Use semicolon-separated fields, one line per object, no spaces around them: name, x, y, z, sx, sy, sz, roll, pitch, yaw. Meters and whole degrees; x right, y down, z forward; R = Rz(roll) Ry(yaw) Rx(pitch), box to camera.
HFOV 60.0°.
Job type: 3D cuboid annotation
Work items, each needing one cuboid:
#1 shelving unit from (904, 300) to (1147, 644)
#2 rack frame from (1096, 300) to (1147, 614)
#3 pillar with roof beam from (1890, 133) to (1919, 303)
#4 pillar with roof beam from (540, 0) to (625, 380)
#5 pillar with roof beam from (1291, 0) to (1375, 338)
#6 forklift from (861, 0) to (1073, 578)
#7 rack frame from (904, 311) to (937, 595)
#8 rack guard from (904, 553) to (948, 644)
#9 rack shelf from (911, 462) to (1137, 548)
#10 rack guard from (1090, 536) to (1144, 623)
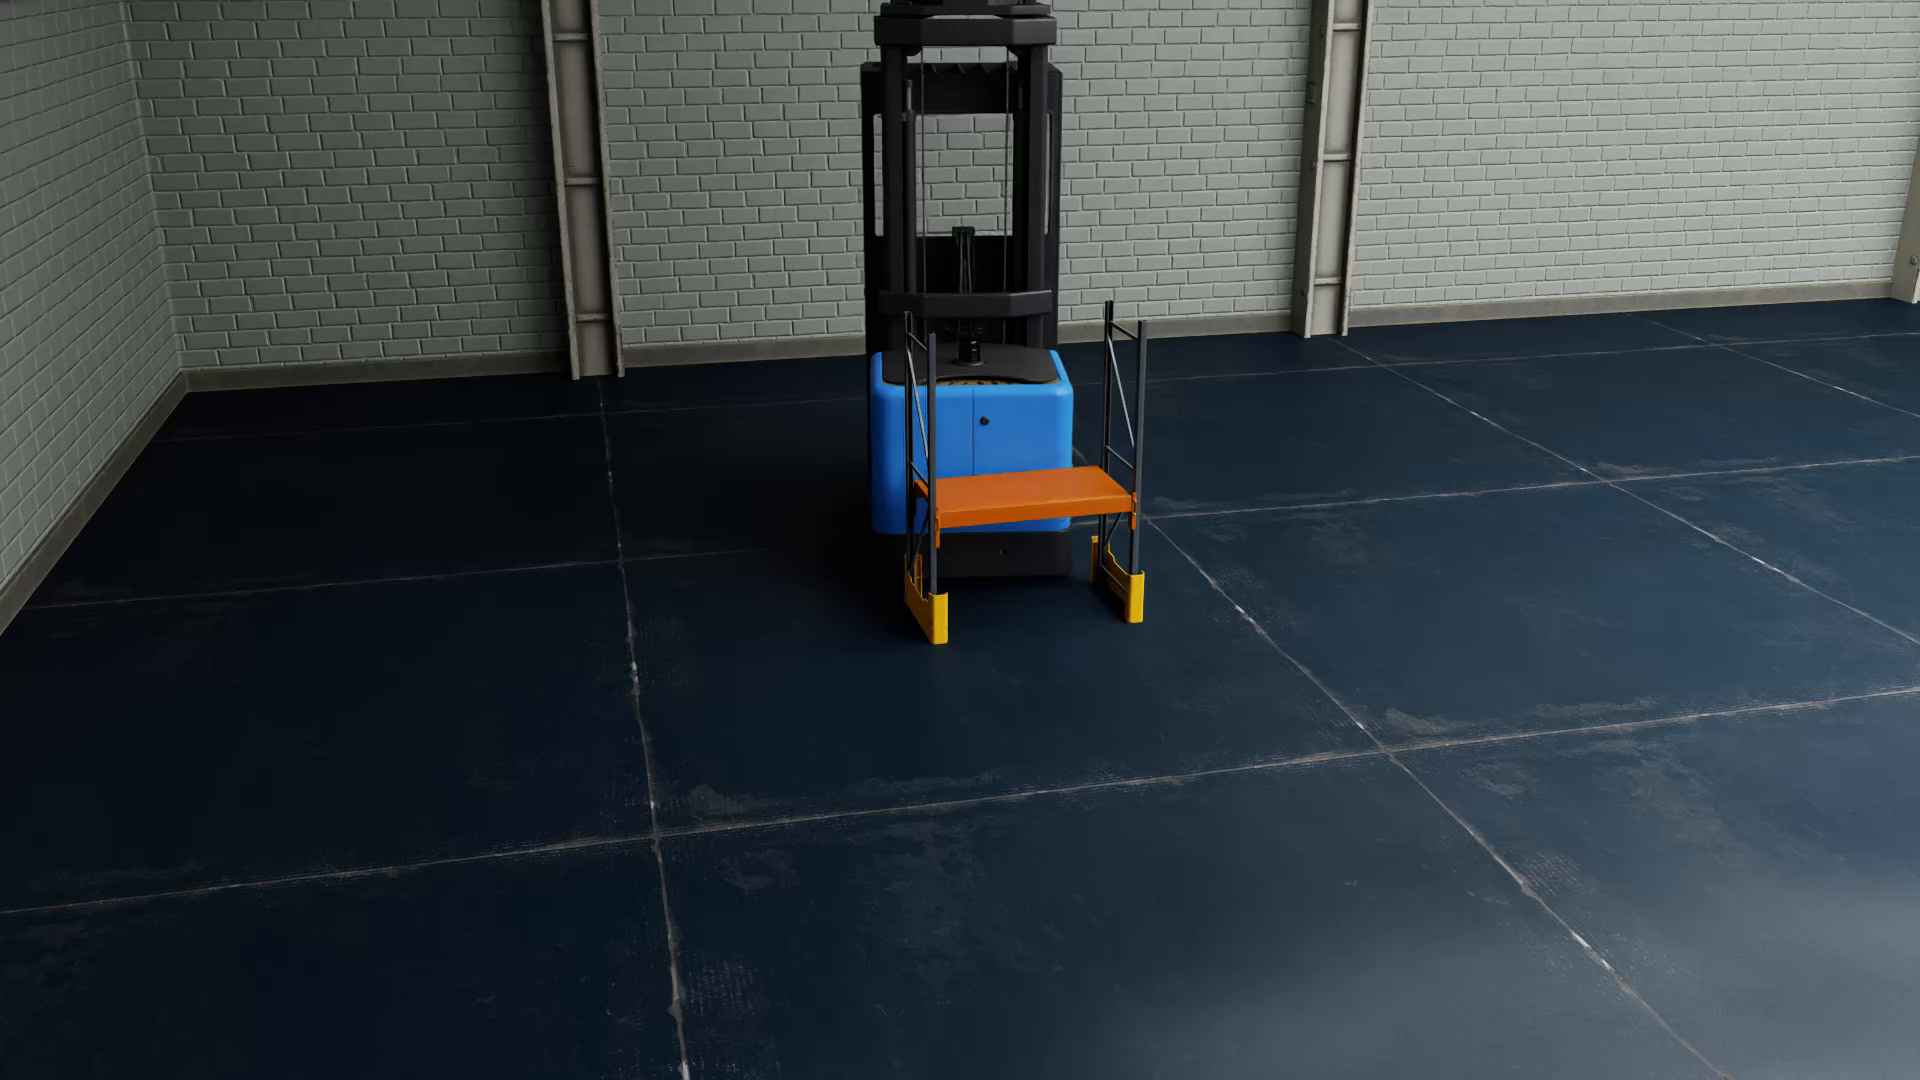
shelving unit;0.311;-0.349;8.087;1.083;1.500;0.587;-5;21;-14
rack frame;0.793;-0.393;8.208;0.032;1.500;0.500;-5;21;-14
pillar with roof beam;9.873;-5.021;9.940;0.400;9.000;9.100;-5;21;-12
pillar with roof beam;-1.805;-4.072;7.347;0.400;9.000;9.100;-5;21;-12
pillar with roof beam;4.034;-4.547;8.643;0.400;9.000;9.100;-5;21;-12
forklift;-0.003;-1.638;9.524;1.130;2.935;3.031;-1;20;-3
rack frame;-0.189;-0.303;7.961;0.032;1.500;0.500;-5;21;-14
rack guard;-0.170;0.282;8.181;0.087;0.250;0.587;-5;21;-14
rack shelf;0.302;-0.179;8.146;1.000;0.185;0.538;-5;21;-14
rack guard;0.792;0.194;8.423;0.087;0.250;0.587;-5;21;-14
